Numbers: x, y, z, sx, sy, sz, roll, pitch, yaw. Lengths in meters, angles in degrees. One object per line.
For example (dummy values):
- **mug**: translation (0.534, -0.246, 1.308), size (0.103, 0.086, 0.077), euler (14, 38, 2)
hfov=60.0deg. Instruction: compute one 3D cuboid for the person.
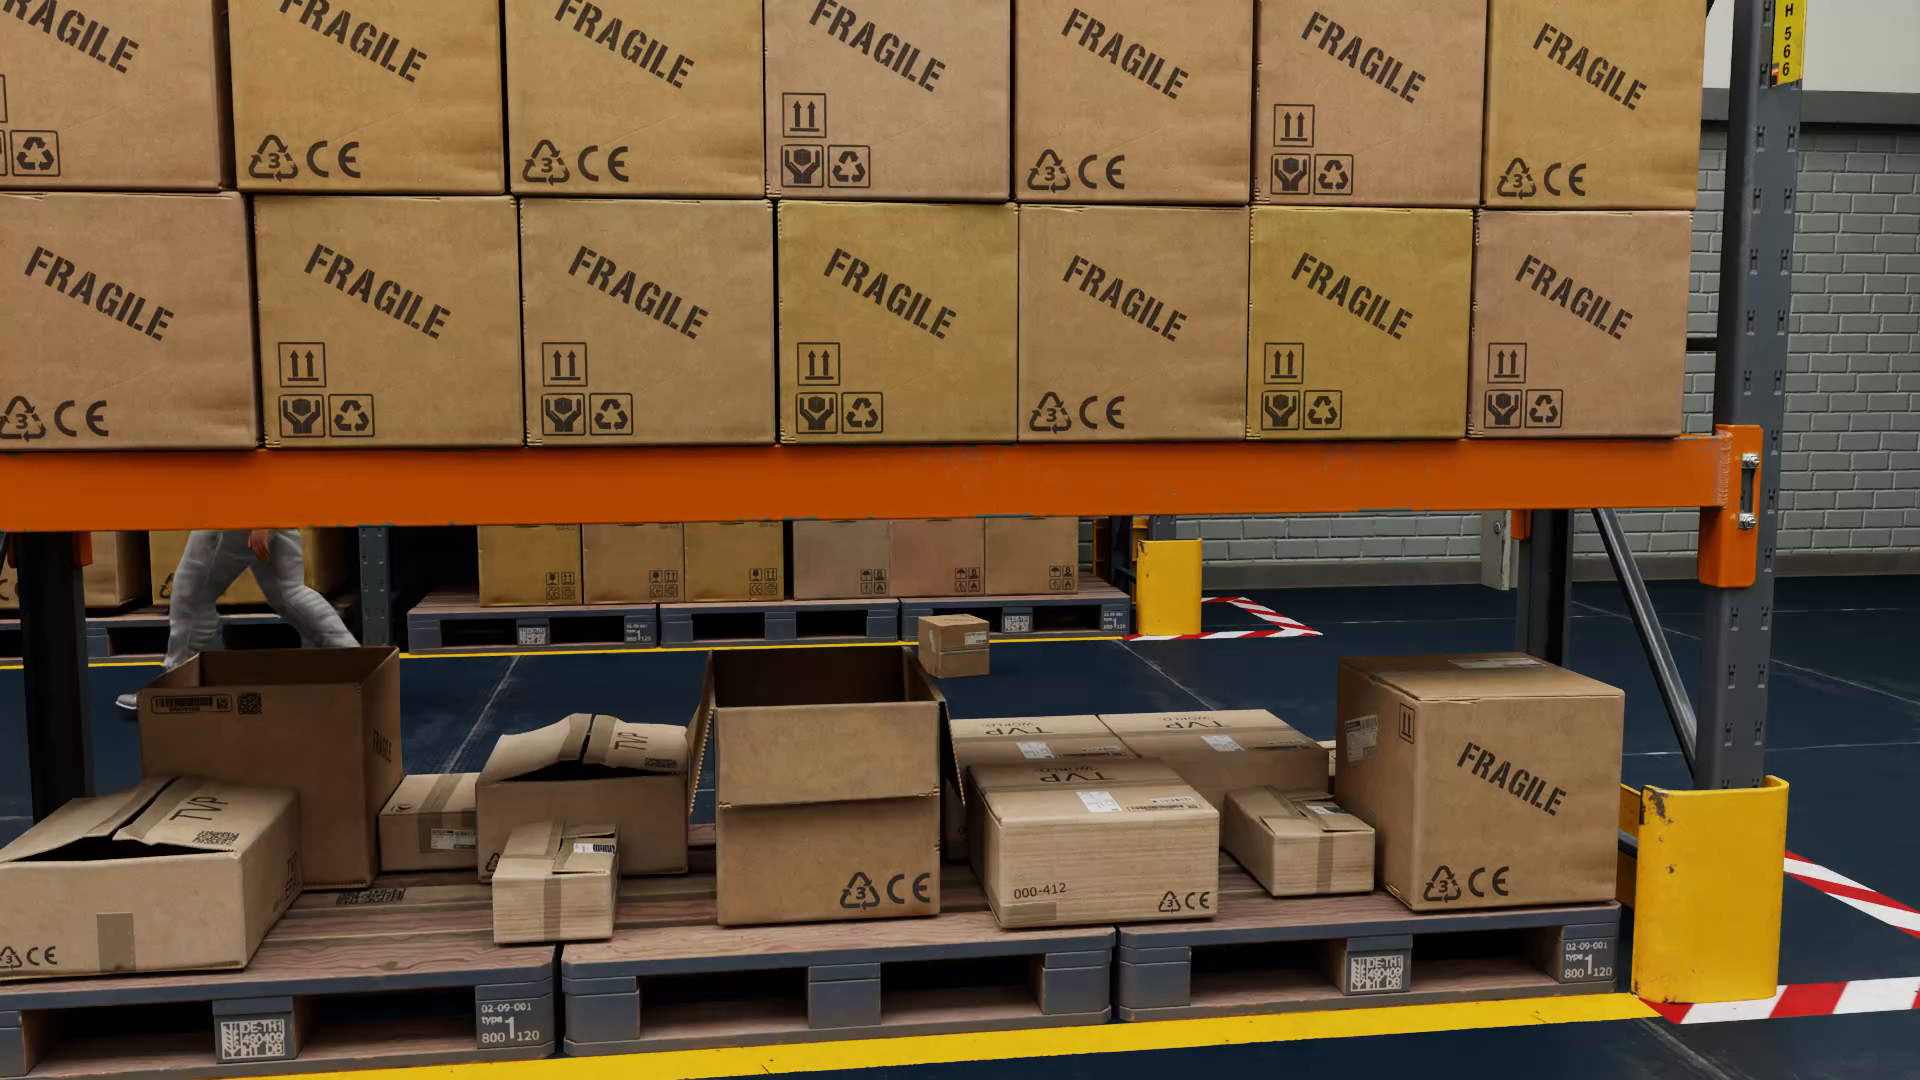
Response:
- **person**: translation (-2.952, -0.120, 6.848), size (0.990, 1.613, 0.497), euler (-1, 7, -5)
